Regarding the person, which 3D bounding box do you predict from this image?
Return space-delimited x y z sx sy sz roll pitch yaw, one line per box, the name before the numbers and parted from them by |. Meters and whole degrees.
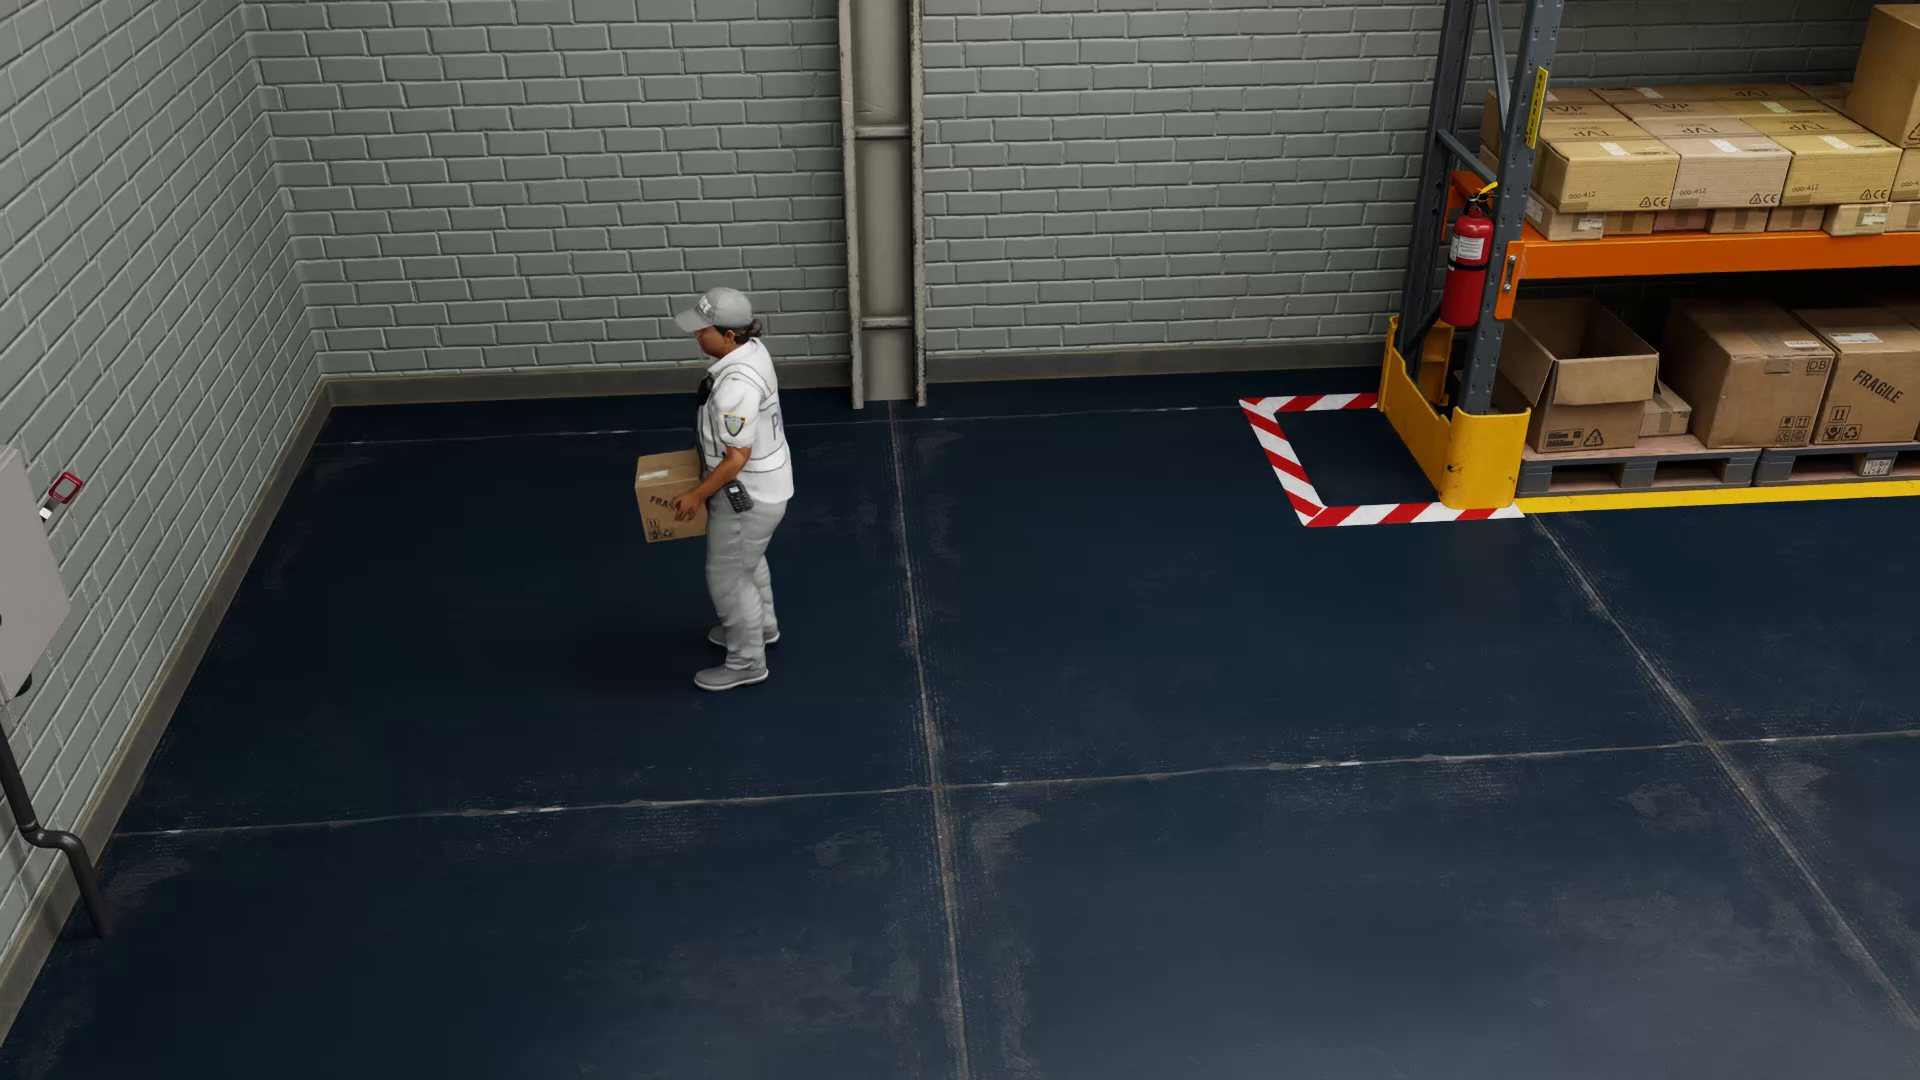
person | -0.878 -0.200 6.451 0.466 1.672 0.502 -3 31 -5
